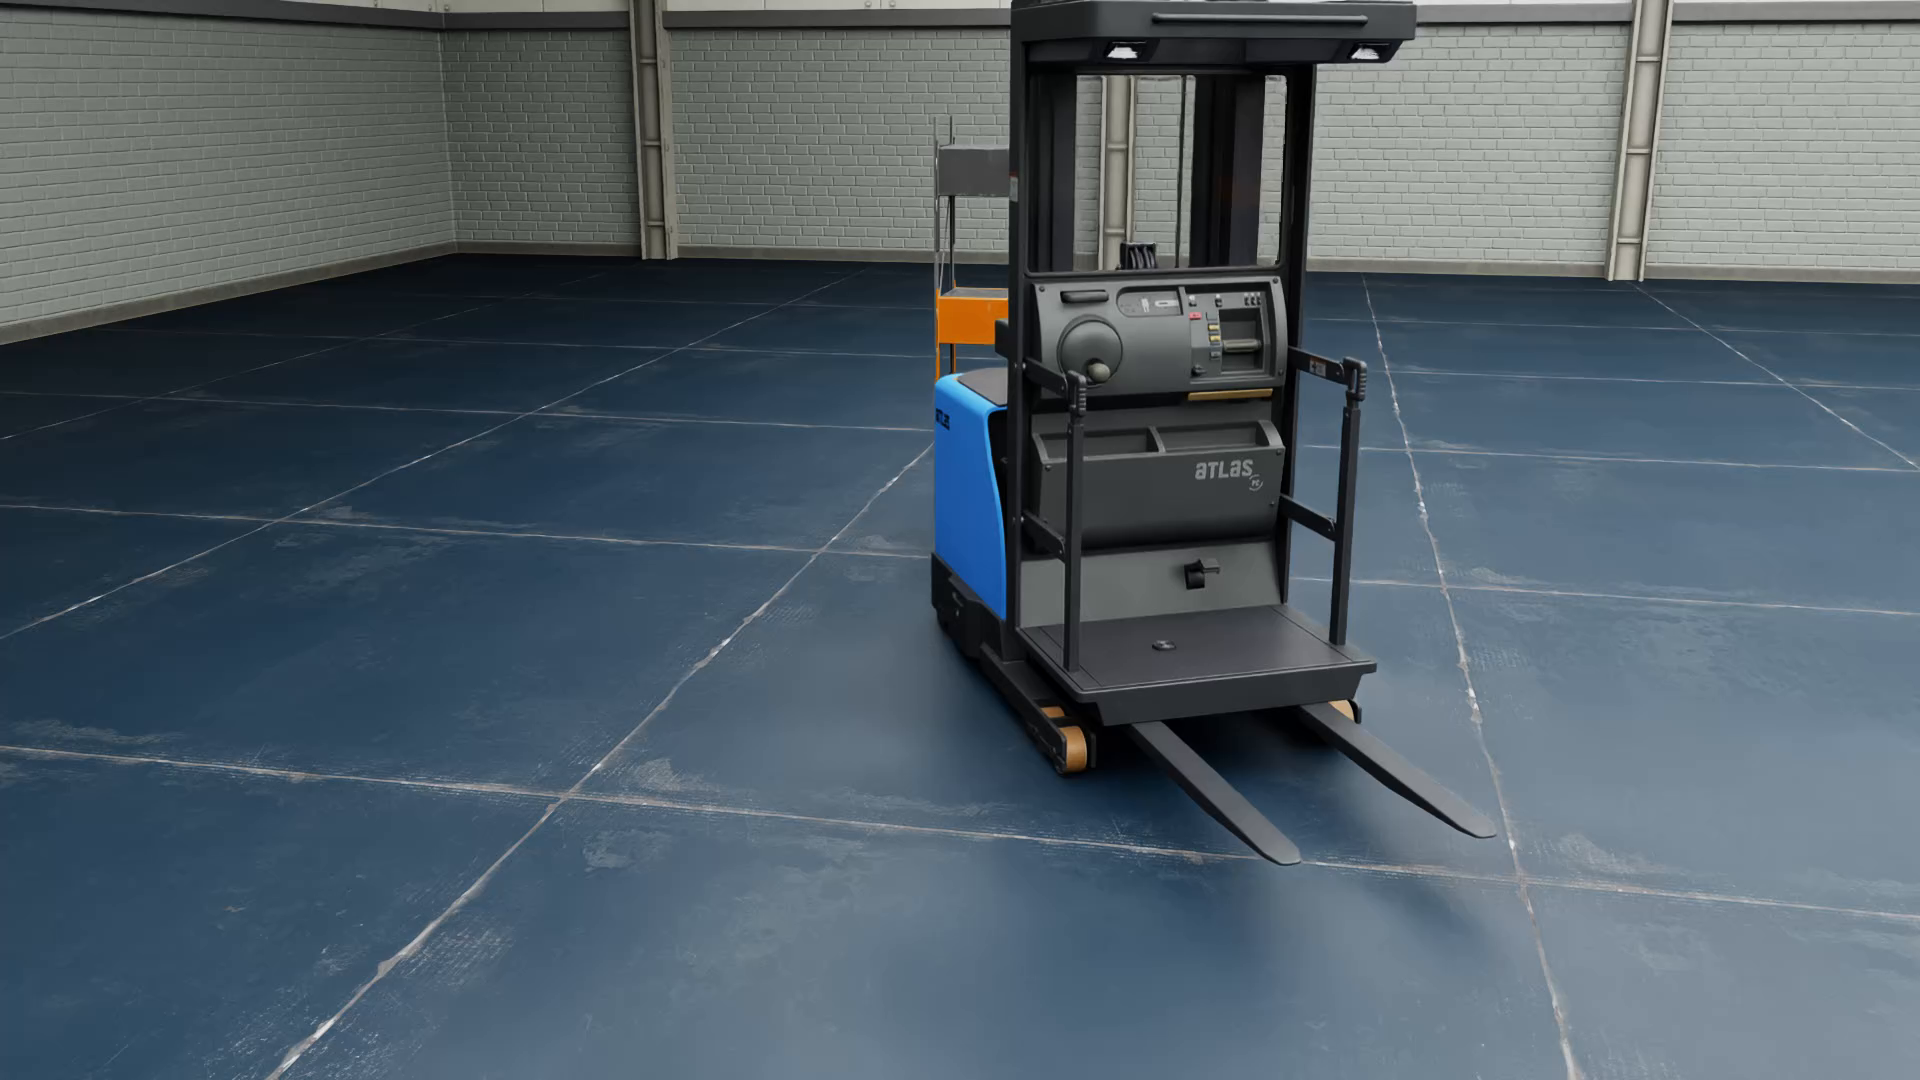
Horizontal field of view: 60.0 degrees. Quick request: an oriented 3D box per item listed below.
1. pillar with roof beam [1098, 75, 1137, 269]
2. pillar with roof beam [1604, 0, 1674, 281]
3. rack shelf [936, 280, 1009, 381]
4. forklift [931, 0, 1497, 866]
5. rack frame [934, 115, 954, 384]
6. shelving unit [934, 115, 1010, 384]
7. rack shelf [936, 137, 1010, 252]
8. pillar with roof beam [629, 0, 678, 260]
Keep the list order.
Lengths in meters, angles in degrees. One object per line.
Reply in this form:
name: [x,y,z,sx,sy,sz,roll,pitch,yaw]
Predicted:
pillar with roof beam: [1.075,-6.602,15.469,0.400,9.000,9.100,3,16,11]
pillar with roof beam: [6.955,-6.283,14.317,0.400,9.000,9.100,3,16,11]
rack shelf: [0.162,-0.990,8.184,0.480,0.518,0.431,3,16,11]
forklift: [0.774,-0.734,5.653,1.130,2.935,3.031,-4,16,-15]
rack frame: [-0.077,-1.016,8.227,0.015,2.100,0.400,3,16,11]
shelving unit: [0.162,-1.003,8.180,0.503,2.100,0.431,3,16,11]
rack shelf: [0.162,-1.665,7.997,0.480,0.518,0.431,3,16,11]
pillar with roof beam: [-4.804,-6.921,16.621,0.400,9.000,9.100,3,16,11]
